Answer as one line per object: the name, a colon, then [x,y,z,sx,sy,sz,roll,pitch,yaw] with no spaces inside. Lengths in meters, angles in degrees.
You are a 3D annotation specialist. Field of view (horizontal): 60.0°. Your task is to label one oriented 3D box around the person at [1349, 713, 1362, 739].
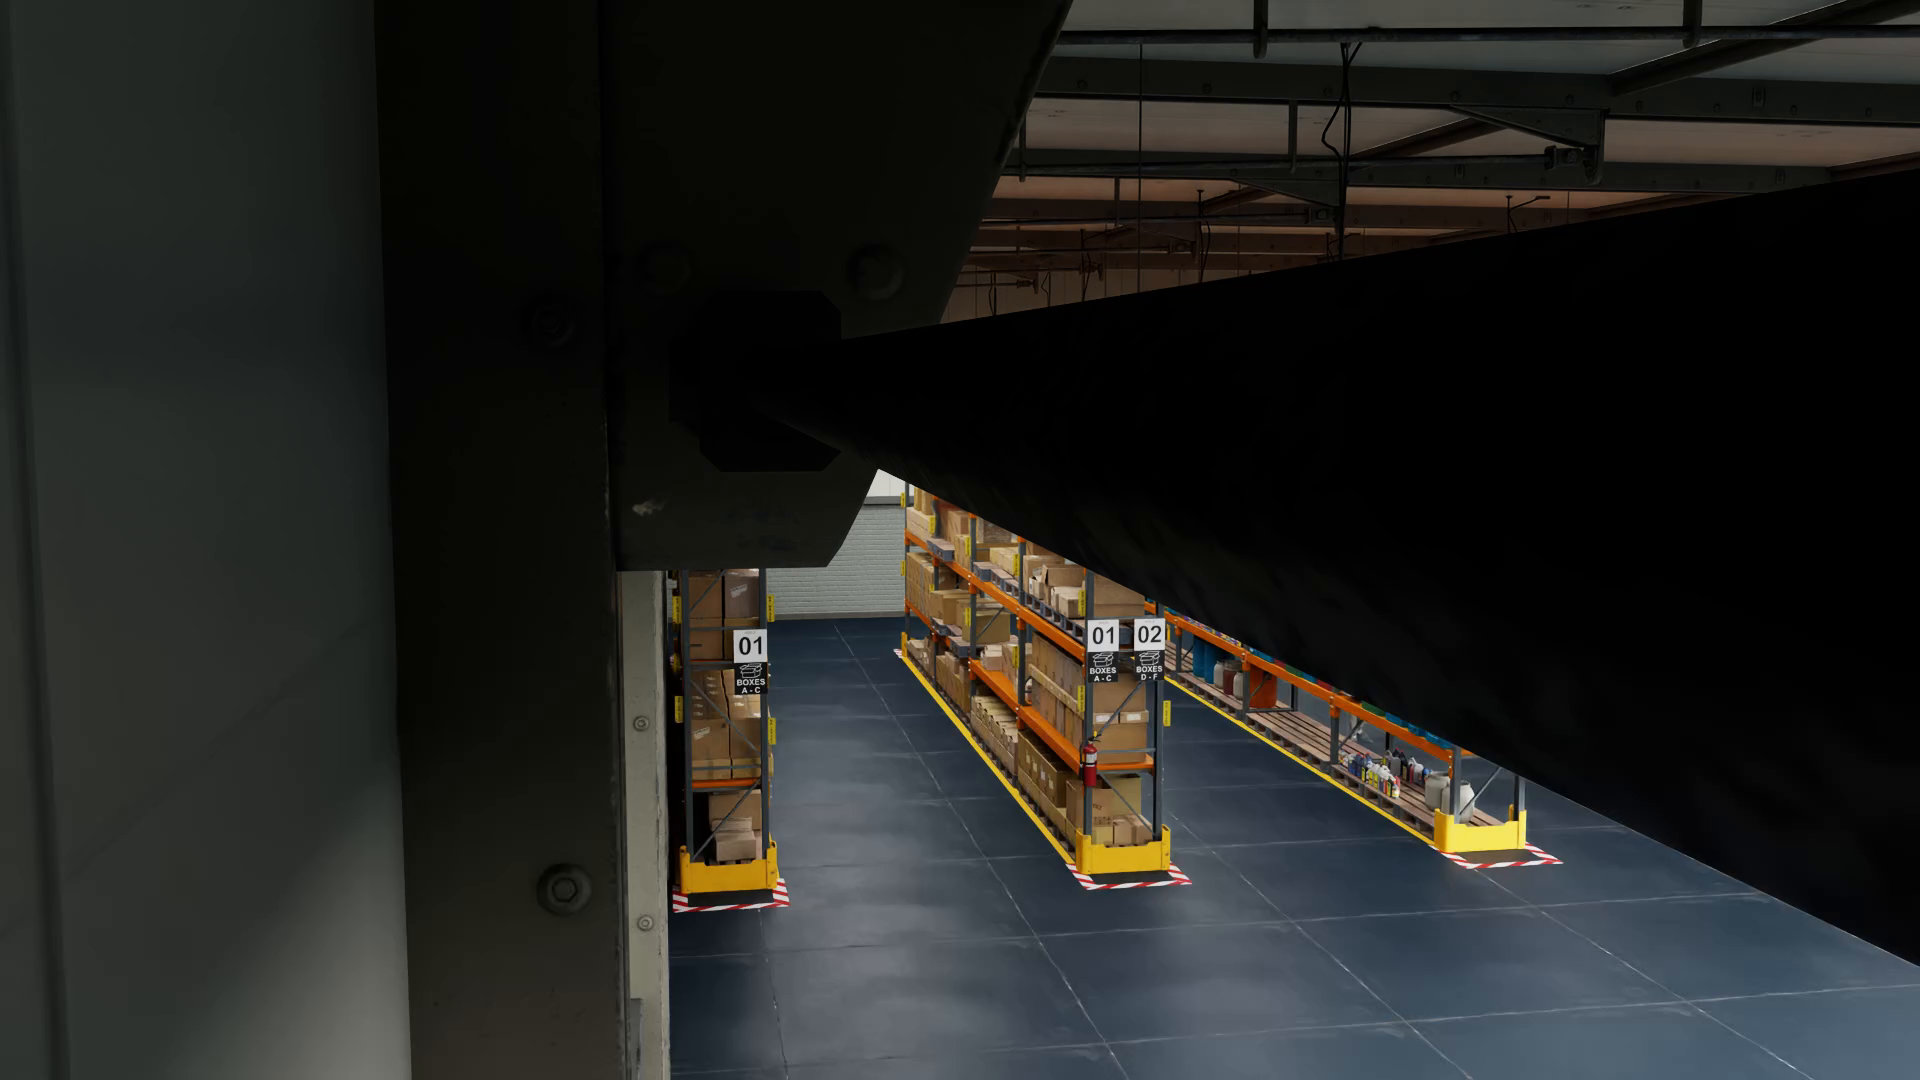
person: [6.765,2.598,28.370,0.430,1.544,0.944,1,6,7]
